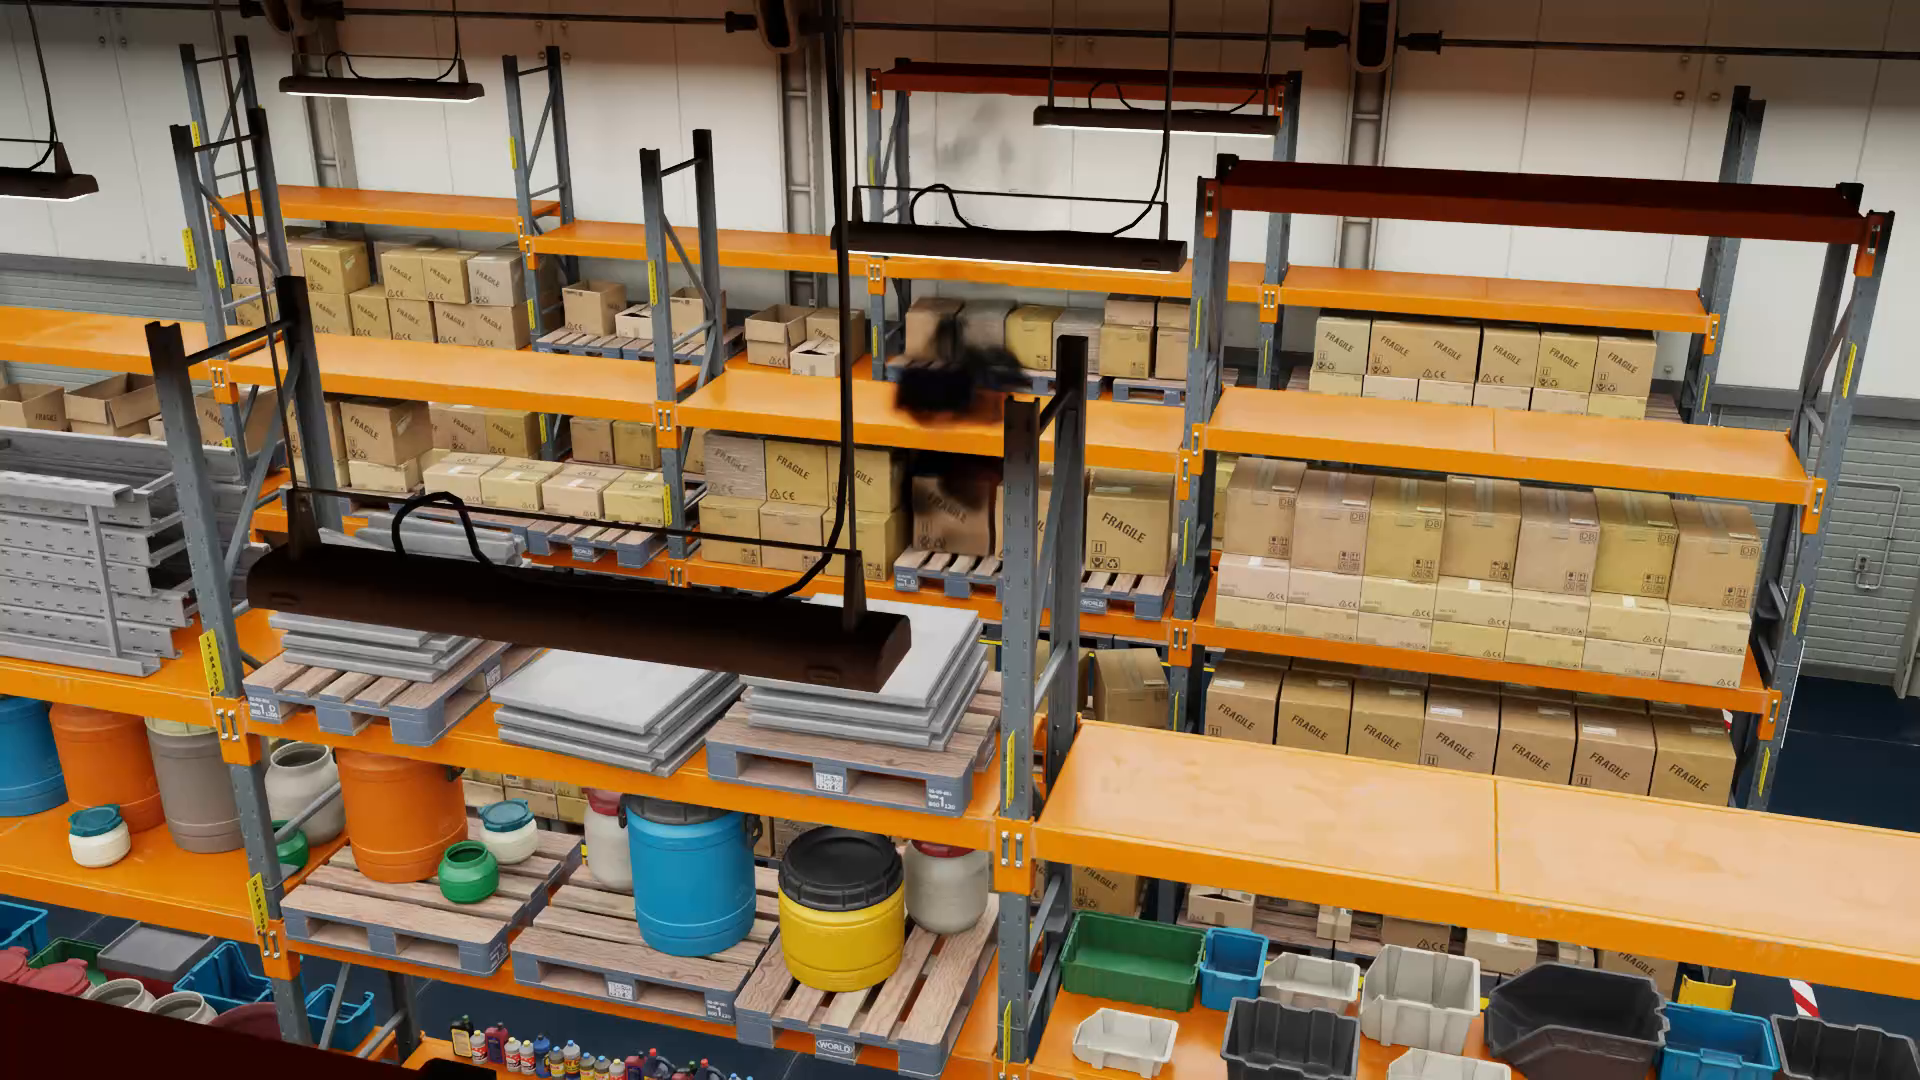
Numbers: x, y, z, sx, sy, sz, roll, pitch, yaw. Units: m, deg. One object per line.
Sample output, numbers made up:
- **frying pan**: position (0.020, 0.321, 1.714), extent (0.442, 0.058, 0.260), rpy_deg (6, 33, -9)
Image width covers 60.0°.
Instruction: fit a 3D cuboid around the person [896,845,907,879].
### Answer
- **person**: position (-0.413, 2.794, 11.099), extent (0.631, 1.722, 0.631), rpy_deg (4, 23, 10)
